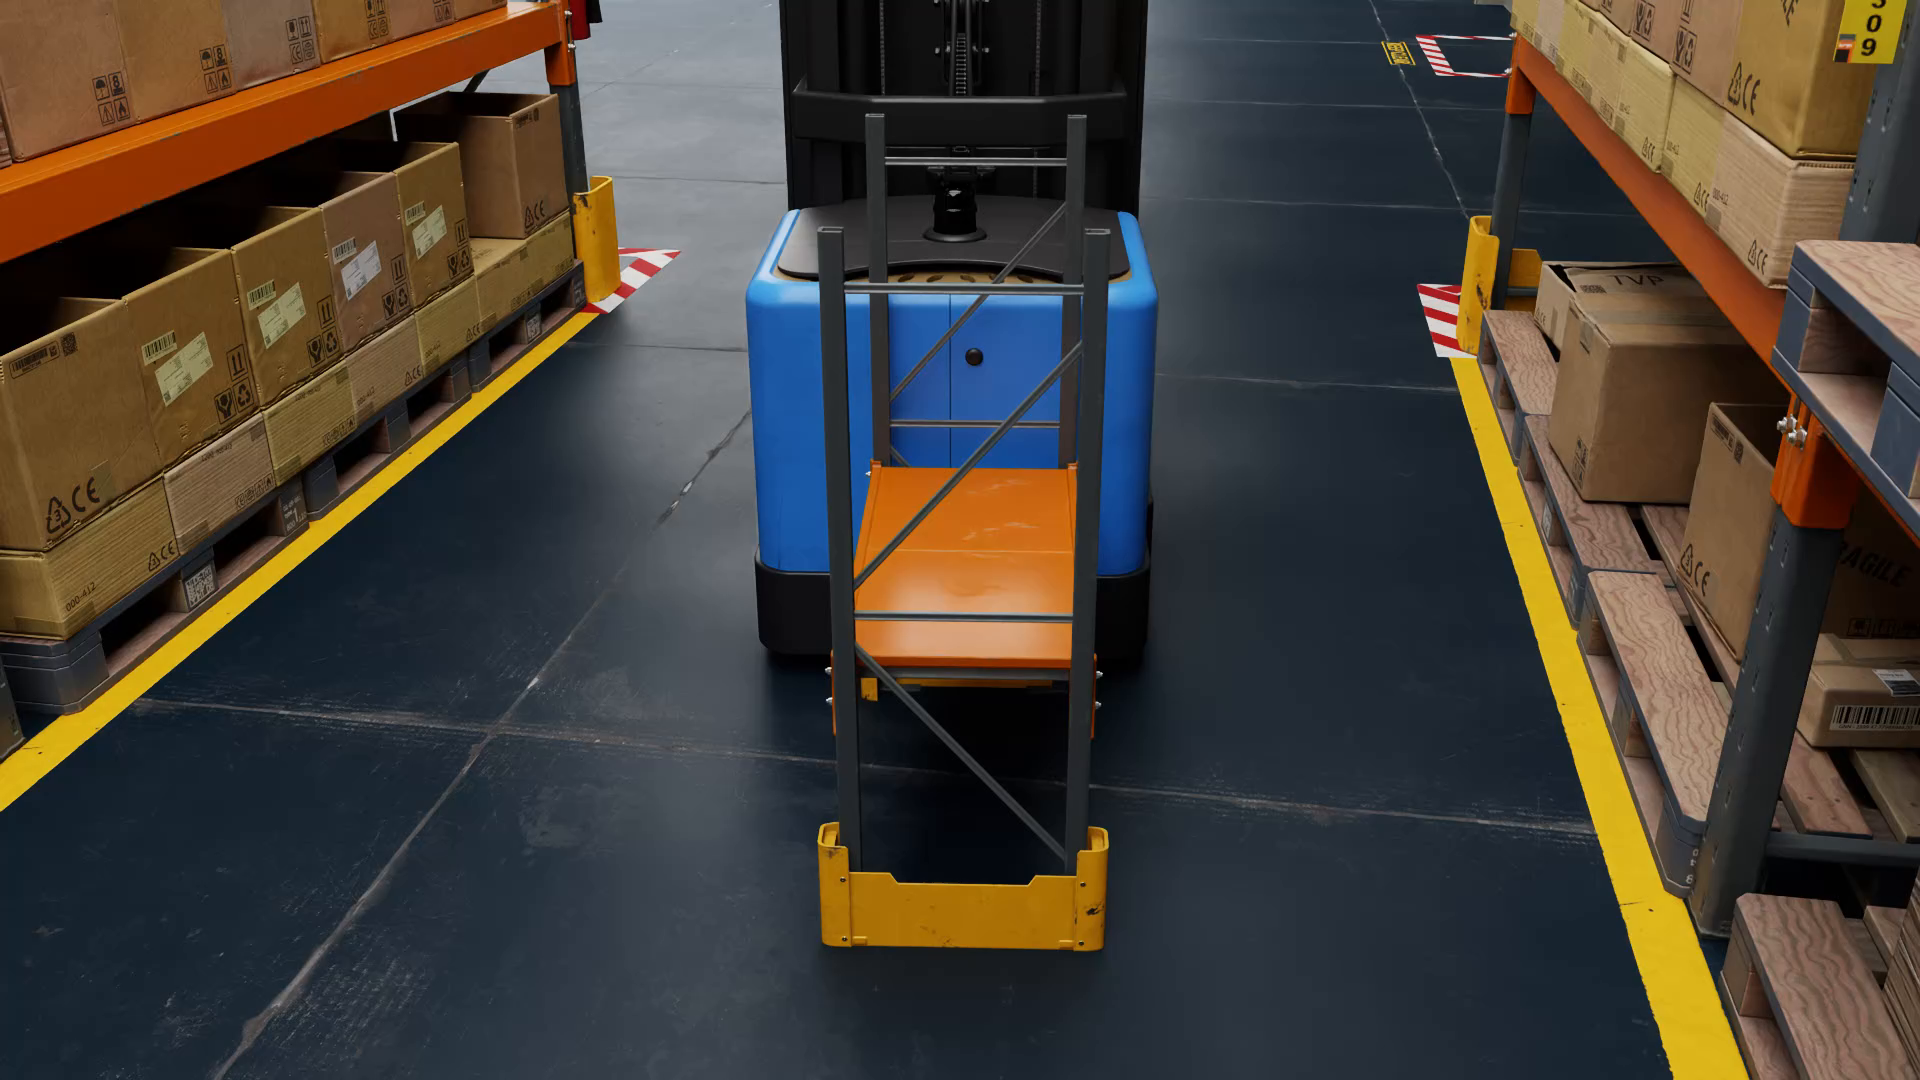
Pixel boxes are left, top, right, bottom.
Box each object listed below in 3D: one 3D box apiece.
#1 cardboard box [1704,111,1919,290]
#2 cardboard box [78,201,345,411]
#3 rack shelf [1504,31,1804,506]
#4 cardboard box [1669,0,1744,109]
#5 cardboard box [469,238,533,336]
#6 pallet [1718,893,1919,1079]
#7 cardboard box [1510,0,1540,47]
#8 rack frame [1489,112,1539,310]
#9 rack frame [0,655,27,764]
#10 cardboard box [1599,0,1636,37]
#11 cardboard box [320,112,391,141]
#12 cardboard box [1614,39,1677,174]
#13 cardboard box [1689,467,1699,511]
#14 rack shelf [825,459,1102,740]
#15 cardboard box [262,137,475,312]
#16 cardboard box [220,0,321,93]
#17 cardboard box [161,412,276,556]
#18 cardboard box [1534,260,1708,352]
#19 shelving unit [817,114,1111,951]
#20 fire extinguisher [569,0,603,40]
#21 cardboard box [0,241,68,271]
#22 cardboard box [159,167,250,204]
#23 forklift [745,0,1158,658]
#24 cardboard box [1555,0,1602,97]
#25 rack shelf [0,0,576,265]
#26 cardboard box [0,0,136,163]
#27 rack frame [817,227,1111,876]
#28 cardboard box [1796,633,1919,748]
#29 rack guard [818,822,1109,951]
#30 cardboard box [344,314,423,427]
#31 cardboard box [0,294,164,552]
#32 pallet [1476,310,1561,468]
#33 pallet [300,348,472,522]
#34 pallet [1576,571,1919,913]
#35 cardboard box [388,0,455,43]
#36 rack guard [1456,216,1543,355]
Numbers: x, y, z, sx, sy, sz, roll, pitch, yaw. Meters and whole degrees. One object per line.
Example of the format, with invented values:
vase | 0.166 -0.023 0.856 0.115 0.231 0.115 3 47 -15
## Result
cardboard box | 1.825 -0.678 3.313 0.500 0.250 0.500 4 25 9
cardboard box | -2.293 -0.734 5.143 0.500 0.500 0.500 4 25 9
rack shelf | 2.374 -1.028 4.757 1.077 0.370 4.000 4 25 9
cardboard box | 1.895 -1.226 3.601 0.500 0.500 0.500 4 25 8
cardboard box | -2.053 -1.022 6.643 0.500 0.250 0.500 4 25 9
pallet | 1.921 1.071 2.712 1.003 0.211 1.213 4 25 9
cardboard box | 2.308 -1.949 6.030 0.500 0.250 0.500 3 25 7
rack frame | 2.701 -2.190 6.391 1.000 3.000 0.127 4 25 9
rack frame | -2.841 -0.859 3.547 1.000 3.000 0.127 4 25 9
cardboard box | 2.072 -1.654 4.514 0.500 0.500 0.500 5 26 10
cardboard box | -2.574 -1.398 6.563 0.500 0.500 0.500 4 25 9
cardboard box | 1.982 -1.097 4.208 0.500 0.250 0.500 4 25 8
cardboard box | 2.328 -0.093 4.754 0.380 0.149 0.250 2 25 4
rack shelf | 0.021 0.097 3.698 0.538 0.185 1.000 1 25 2
cardboard box | -2.130 -1.152 6.037 0.500 0.500 0.500 4 25 9
cardboard box | -2.526 -1.735 5.301 0.700 0.500 0.500 5 26 10
cardboard box | -2.379 -0.186 4.856 0.500 0.250 0.500 4 25 9
cardboard box | 2.499 -0.889 6.263 0.500 0.311 0.500 1 25 3
shelving unit | 0.021 -0.062 3.613 0.587 1.500 1.083 1 25 2
fire extinguisher | -1.709 -2.514 7.174 0.296 0.674 0.183 4 25 9
cardboard box | -2.887 -0.561 4.774 0.500 0.500 0.500 4 25 9
cardboard box | -2.742 -0.980 5.670 0.500 0.500 0.500 4 25 9
forklift | 0.017 -1.594 5.198 1.130 2.935 3.031 1 25 1
cardboard box | 2.148 -1.519 5.109 0.500 0.250 0.500 4 25 8
rack shelf | -2.514 -1.370 5.486 1.077 0.370 4.000 4 25 9
cardboard box | -2.695 -1.311 4.395 0.700 0.500 0.500 4 25 8
rack frame | 0.006 0.150 3.161 0.500 1.500 0.032 1 25 2
cardboard box | 2.105 0.341 3.807 0.380 0.166 0.250 1 25 2
rack guard | 0.006 0.715 3.427 0.587 0.250 0.087 1 25 2
cardboard box | -2.216 -0.604 5.750 0.500 0.250 0.500 4 25 9
cardboard box | -2.456 -0.316 4.250 0.500 0.500 0.500 4 25 9
pallet | 2.521 -0.558 6.194 1.003 0.211 1.213 4 25 9
pallet | -2.472 -0.438 5.936 1.003 0.211 1.213 4 25 9
pallet | 2.122 0.462 4.013 1.003 0.211 1.213 4 25 9
cardboard box | -2.357 -2.163 6.215 0.700 0.500 0.500 5 25 10
rack guard | 2.688 -1.026 6.853 1.175 0.500 0.348 4 25 9
